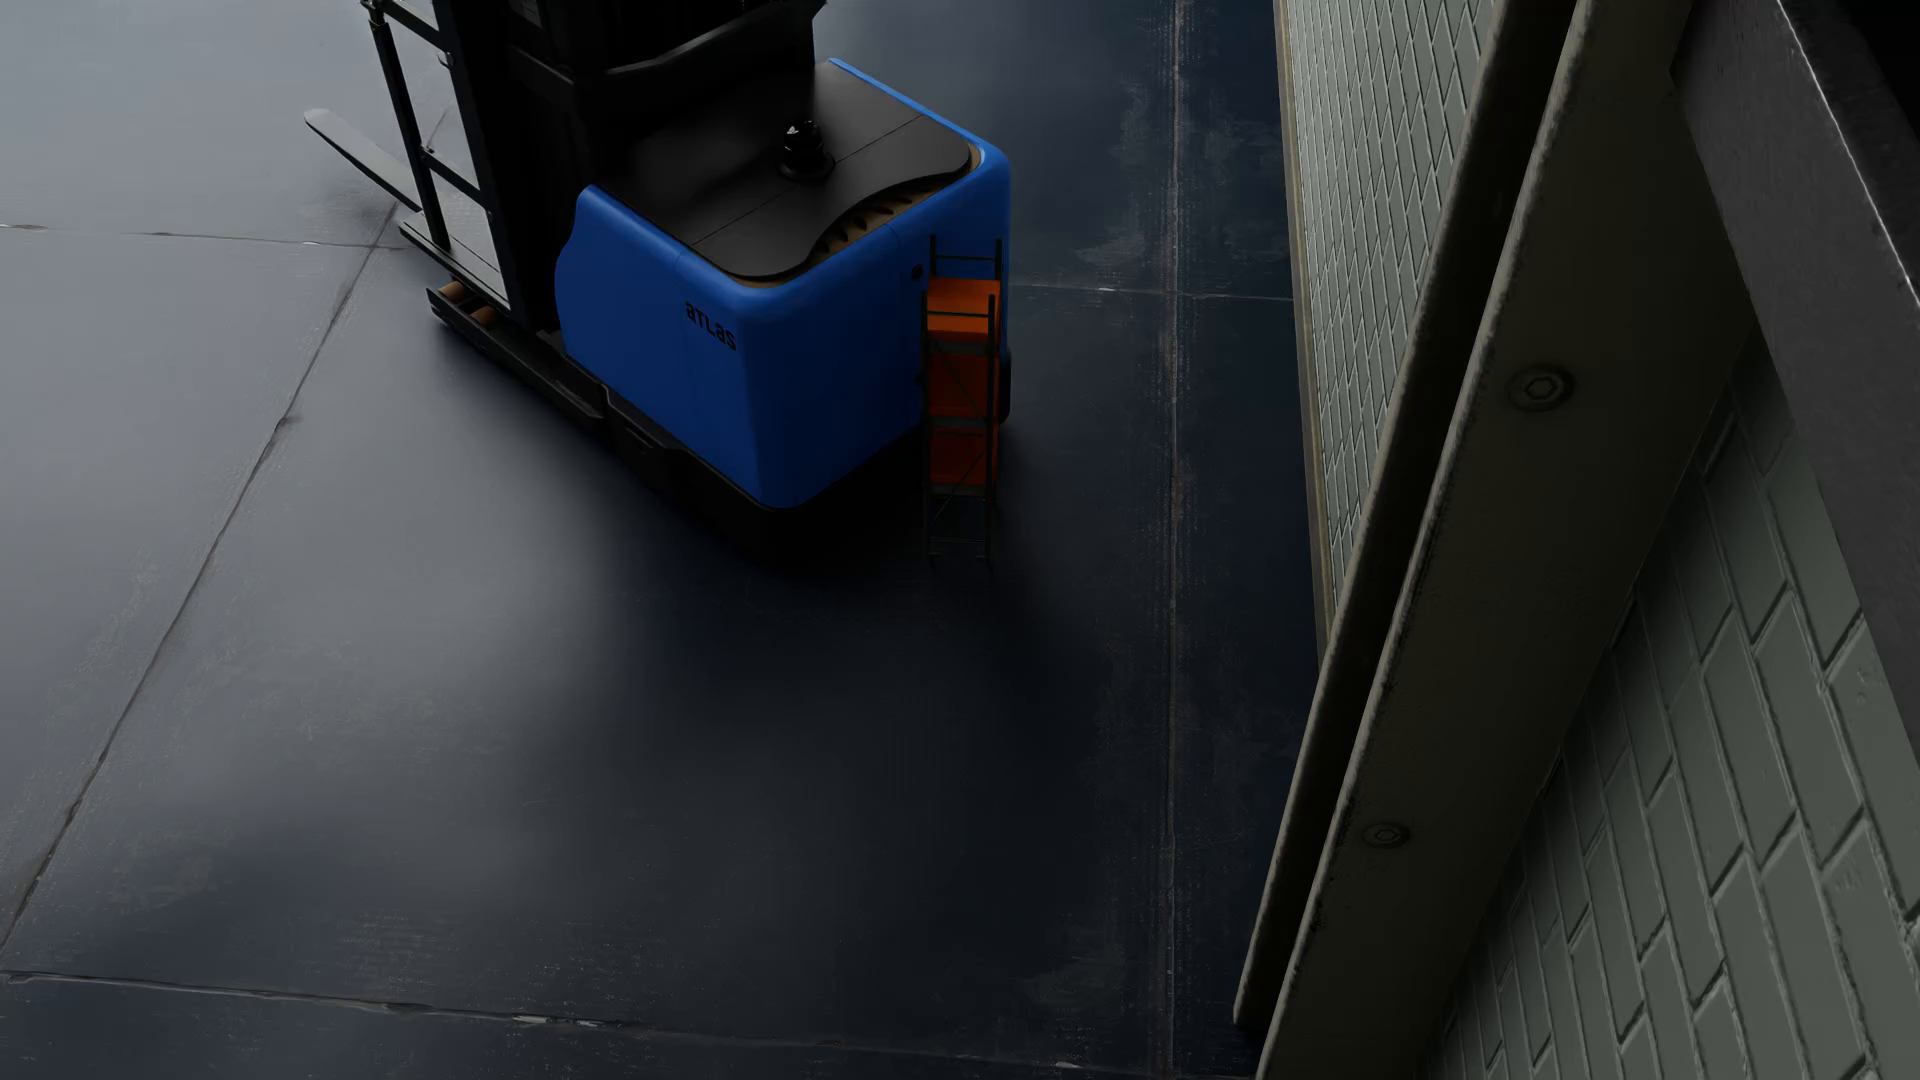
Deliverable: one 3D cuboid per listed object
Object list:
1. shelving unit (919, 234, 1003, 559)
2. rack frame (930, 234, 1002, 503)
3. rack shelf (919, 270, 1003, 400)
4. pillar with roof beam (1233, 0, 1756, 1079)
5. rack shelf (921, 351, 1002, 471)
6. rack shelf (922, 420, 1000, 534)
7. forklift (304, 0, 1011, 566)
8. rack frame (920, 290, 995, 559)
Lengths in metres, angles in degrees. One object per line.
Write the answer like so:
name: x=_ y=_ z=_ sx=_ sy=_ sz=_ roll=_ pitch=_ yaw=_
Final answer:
shelving unit: x=0.005 y=-0.394 z=4.899 sx=0.215 sy=1.050 sz=0.252 roll=4 pitch=48 yaw=4
rack frame: x=0.016 y=-0.483 z=4.981 sx=0.200 sy=1.050 sz=0.008 roll=4 pitch=48 yaw=4
rack shelf: x=0.005 y=-0.578 z=4.697 sx=0.215 sy=0.259 sz=0.240 roll=4 pitch=48 yaw=4
pillar with roof beam: x=-3.463 y=-2.003 z=0.984 sx=9.100 sy=9.000 sz=0.400 roll=4 pitch=48 yaw=4
rack shelf: x=0.005 y=-0.386 z=4.906 sx=0.215 sy=0.259 sz=0.240 roll=4 pitch=48 yaw=4
rack shelf: x=0.005 y=-0.199 z=5.111 sx=0.215 sy=0.259 sz=0.240 roll=4 pitch=48 yaw=4
forklift: x=-1.238 y=-1.886 z=4.989 sx=3.031 sy=2.935 sz=1.130 roll=36 pitch=57 yaw=28
rack frame: x=-0.006 y=-0.304 z=4.817 sx=0.200 sy=1.050 sz=0.008 roll=4 pitch=48 yaw=4
